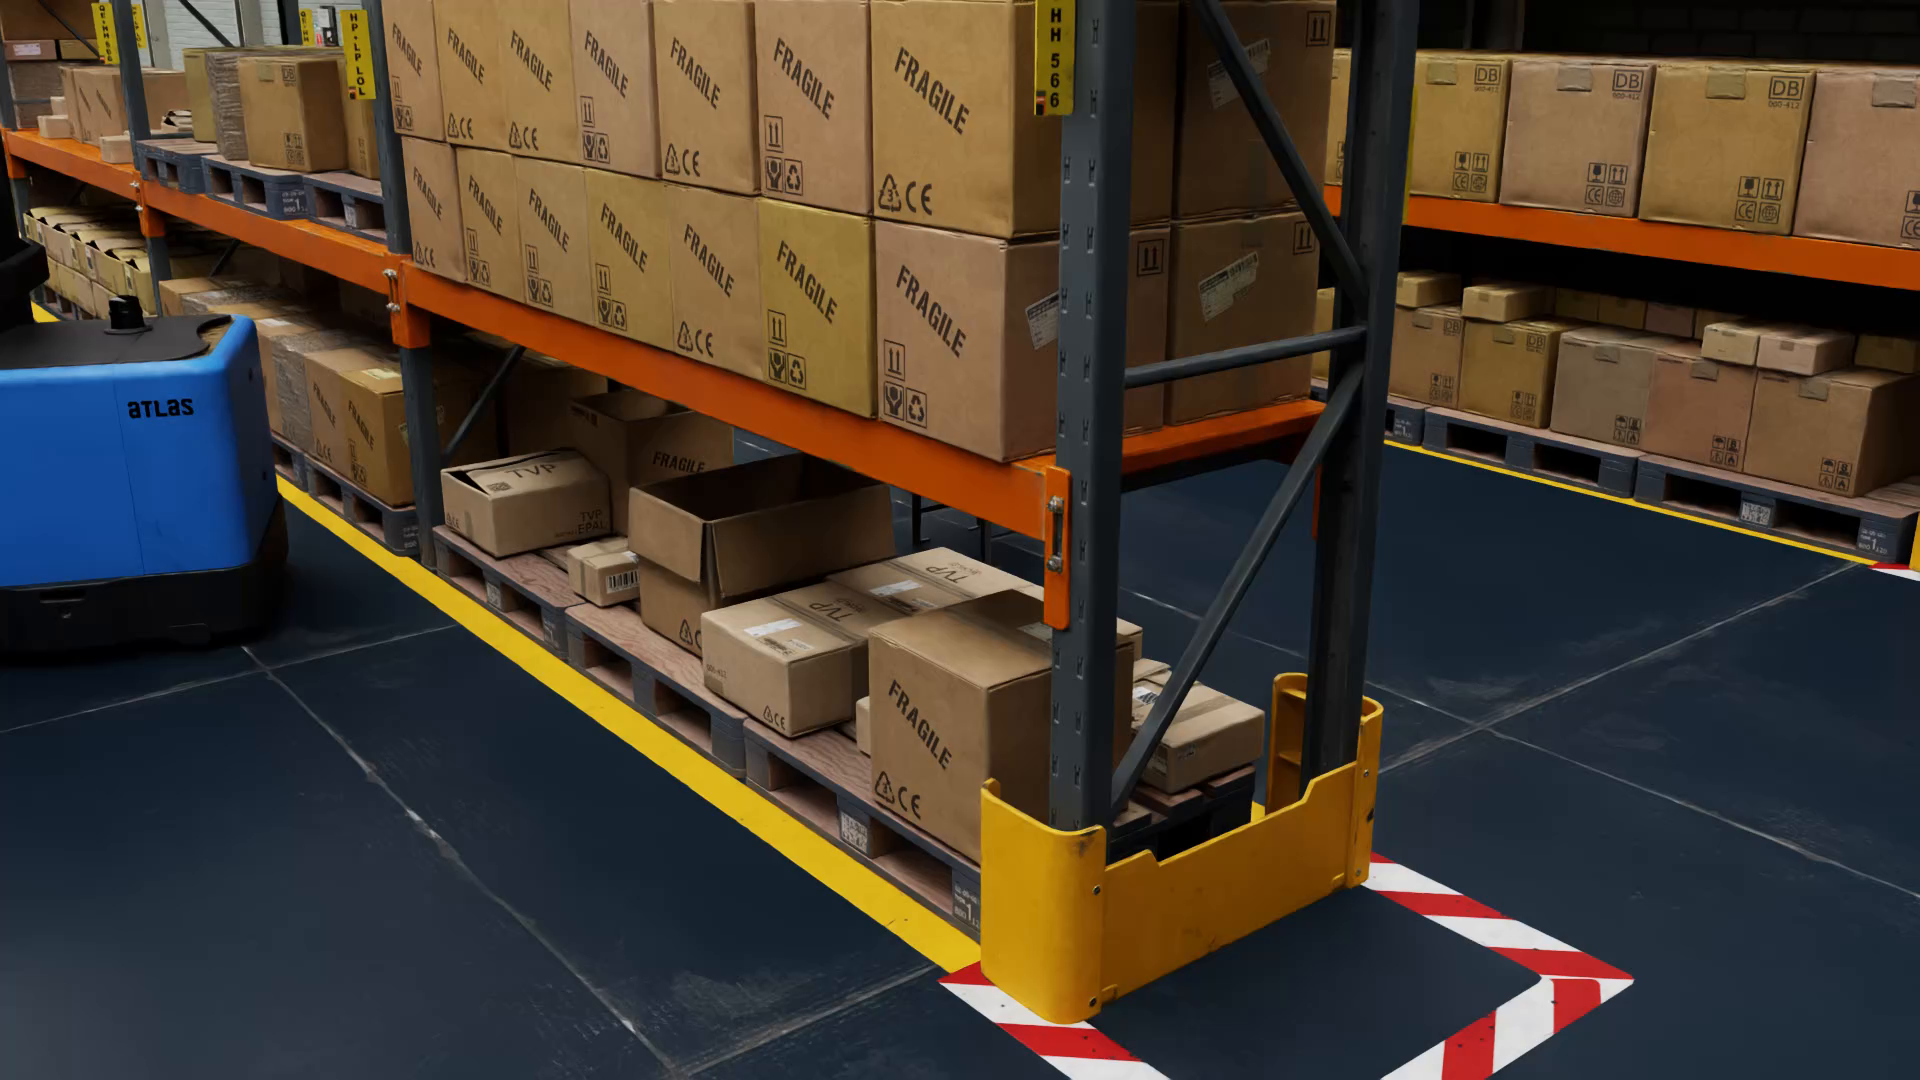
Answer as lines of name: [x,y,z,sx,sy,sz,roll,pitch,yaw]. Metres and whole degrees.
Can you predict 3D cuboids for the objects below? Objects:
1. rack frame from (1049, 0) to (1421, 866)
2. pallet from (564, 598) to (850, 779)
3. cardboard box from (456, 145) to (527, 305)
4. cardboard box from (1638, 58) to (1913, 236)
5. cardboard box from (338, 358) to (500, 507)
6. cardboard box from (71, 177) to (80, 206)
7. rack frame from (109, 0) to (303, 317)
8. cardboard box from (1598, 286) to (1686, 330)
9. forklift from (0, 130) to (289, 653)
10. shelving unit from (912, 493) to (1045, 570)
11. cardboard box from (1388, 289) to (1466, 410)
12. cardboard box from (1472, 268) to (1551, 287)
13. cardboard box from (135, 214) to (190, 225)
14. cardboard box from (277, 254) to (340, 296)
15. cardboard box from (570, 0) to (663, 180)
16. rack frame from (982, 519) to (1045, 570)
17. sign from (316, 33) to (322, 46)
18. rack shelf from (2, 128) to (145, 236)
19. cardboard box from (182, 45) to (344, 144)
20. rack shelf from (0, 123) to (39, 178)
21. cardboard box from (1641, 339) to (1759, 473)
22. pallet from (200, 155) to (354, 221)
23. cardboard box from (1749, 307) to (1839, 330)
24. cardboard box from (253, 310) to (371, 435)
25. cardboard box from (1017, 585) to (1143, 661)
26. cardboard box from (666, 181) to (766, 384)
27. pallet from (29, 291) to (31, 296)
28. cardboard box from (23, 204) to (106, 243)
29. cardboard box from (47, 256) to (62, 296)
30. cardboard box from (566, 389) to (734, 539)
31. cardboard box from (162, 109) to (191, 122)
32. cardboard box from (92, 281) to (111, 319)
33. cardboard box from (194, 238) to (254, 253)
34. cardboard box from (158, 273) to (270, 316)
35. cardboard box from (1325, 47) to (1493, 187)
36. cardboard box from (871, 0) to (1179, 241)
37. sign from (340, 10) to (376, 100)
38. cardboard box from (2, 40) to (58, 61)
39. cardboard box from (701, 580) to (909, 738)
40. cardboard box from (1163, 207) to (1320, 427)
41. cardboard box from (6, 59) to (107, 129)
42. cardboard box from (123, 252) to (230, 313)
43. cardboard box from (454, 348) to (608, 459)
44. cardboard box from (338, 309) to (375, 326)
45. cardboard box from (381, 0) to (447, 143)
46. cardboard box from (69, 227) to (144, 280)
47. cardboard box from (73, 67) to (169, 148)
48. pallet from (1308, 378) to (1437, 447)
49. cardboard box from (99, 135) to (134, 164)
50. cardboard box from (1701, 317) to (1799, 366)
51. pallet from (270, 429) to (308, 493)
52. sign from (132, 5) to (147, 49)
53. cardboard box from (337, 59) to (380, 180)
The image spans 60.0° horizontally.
rack frame: [0.636,-0.412,3.835,1.000,3.000,0.127,-14,23,-36]
pallet: [-0.660,0.397,5.830,1.003,0.211,1.213,-14,23,-36]
cardboard box: [-1.424,-1.141,5.876,0.500,0.500,0.500,-13,23,-35]
cardboard box: [3.732,-1.823,7.618,0.980,0.700,0.700,-14,23,-37]
cardboard box: [-2.379,-0.485,7.333,0.500,0.500,0.500,-14,23,-36]
cardboard box: [-7.174,-2.916,13.910,0.500,0.500,0.500,-14,23,-36]
rack frame: [-4.331,-2.383,9.788,1.000,3.000,0.127,-14,23,-36]
cardboard box: [3.450,-1.174,8.411,0.380,0.149,0.250,-14,23,-36]
forklift: [-4.176,-1.028,5.805,3.031,2.935,1.130,-5,19,-15]
shelving unit: [0.103,-0.956,6.909,0.431,2.100,0.503,-14,23,-36]
cardboard box: [2.727,-1.049,9.068,0.700,0.500,0.500,-14,23,-37]
cardboard box: [2.976,-1.362,8.980,0.380,0.149,0.250,-15,23,-38]
cardboard box: [-5.703,-2.235,12.154,0.500,0.311,0.500,-14,23,-36]
cardboard box: [-3.528,-1.564,9.397,0.500,0.250,0.500,-13,22,-34]
cardboard box: [-0.815,-1.368,4.972,0.500,0.500,0.500,-13,22,-34]
rack frame: [0.254,-0.896,6.728,0.400,2.100,0.015,-14,23,-36]
sign: [-9.797,-7.587,25.446,0.001,0.329,0.234,-14,23,-36]
rack shelf: [-5.573,-2.535,11.389,1.077,0.370,4.000,-14,23,-36]
cardboard box: [-3.852,-2.497,9.304,0.500,0.500,0.700,11,21,30]
rack shelf: [-8.057,-3.520,14.366,1.077,0.370,4.000,-14,23,-36]
cardboard box: [3.693,-0.669,7.918,0.700,0.500,0.500,-14,23,-36]
pallet: [-3.120,-1.814,8.374,1.003,0.211,1.213,-14,23,-36]
cardboard box: [3.923,-0.986,7.845,0.380,0.149,0.250,-14,23,-36]
cardboard box: [-3.308,-0.857,8.457,0.500,0.500,0.500,-15,23,-38]
cardboard box: [0.210,0.372,5.142,0.500,0.250,0.500,-14,23,-36]
cardboard box: [-0.486,-0.768,4.750,0.500,0.500,0.500,-14,23,-36]
pallet: [-7.276,-2.249,13.819,1.003,0.211,1.213,-14,23,-36]
cardboard box: [-6.753,-2.379,12.588,0.500,0.311,0.500,-14,23,-36]
cardboard box: [-6.442,-1.989,12.303,0.500,0.250,0.500,-13,23,-35]
cardboard box: [-1.271,-0.335,6.878,0.500,0.500,0.500,-14,23,-36]
cardboard box: [-4.735,-2.599,10.582,0.500,0.311,0.500,-14,23,-37]
cardboard box: [-5.482,-1.610,11.159,0.500,0.250,0.500,-13,23,-35]
cardboard box: [-4.759,-1.858,11.015,0.500,0.311,0.500,-15,23,-37]
cardboard box: [-4.273,-1.237,9.604,0.500,0.500,0.500,-13,22,-34]
cardboard box: [2.357,-2.371,9.273,0.980,0.700,0.700,-14,23,-35]
cardboard box: [0.144,-0.990,3.831,0.500,0.500,0.500,-14,23,-37]
sign: [-2.280,-1.838,6.299,0.100,0.325,0.005,-14,23,-36]
cardboard box: [-7.152,-3.749,12.723,0.380,0.149,0.250,-14,23,-36]
cardboard box: [-0.461,0.359,5.182,0.500,0.250,0.500,-14,23,-36]
cardboard box: [0.567,-0.620,4.305,0.500,0.500,0.500,-13,23,-35]
cardboard box: [-7.095,-3.524,13.075,0.700,0.500,0.500,-15,23,-38]
cardboard box: [-4.849,-1.624,10.311,0.500,0.311,0.500,-13,22,-35]
cardboard box: [-1.957,-0.587,7.639,0.500,0.500,0.500,-15,24,-39]
cardboard box: [-2.915,-0.965,8.782,0.500,0.500,0.500,-15,24,-38]
cardboard box: [-1.776,-1.749,6.122,0.500,0.500,0.500,-13,22,-35]
cardboard box: [-5.798,-2.000,11.445,0.500,0.311,0.500,-13,22,-35]
cardboard box: [-5.713,-2.971,11.403,0.500,0.500,0.500,-14,23,-36]
pallet: [2.444,-0.839,9.560,1.003,0.211,1.213,-14,23,-36]
cardboard box: [-5.106,-2.432,10.334,0.380,0.149,0.250,-14,23,-36]
cardboard box: [3.622,-0.912,7.622,0.380,0.149,0.250,-13,22,-35]
pallet: [-3.144,-0.568,8.741,1.003,0.211,1.213,-14,23,-36]
sign: [-6.395,-3.989,12.922,0.100,0.325,0.005,-14,23,-36]
cardboard box: [-2.443,-1.962,7.688,0.700,0.500,0.500,-10,21,-28]
